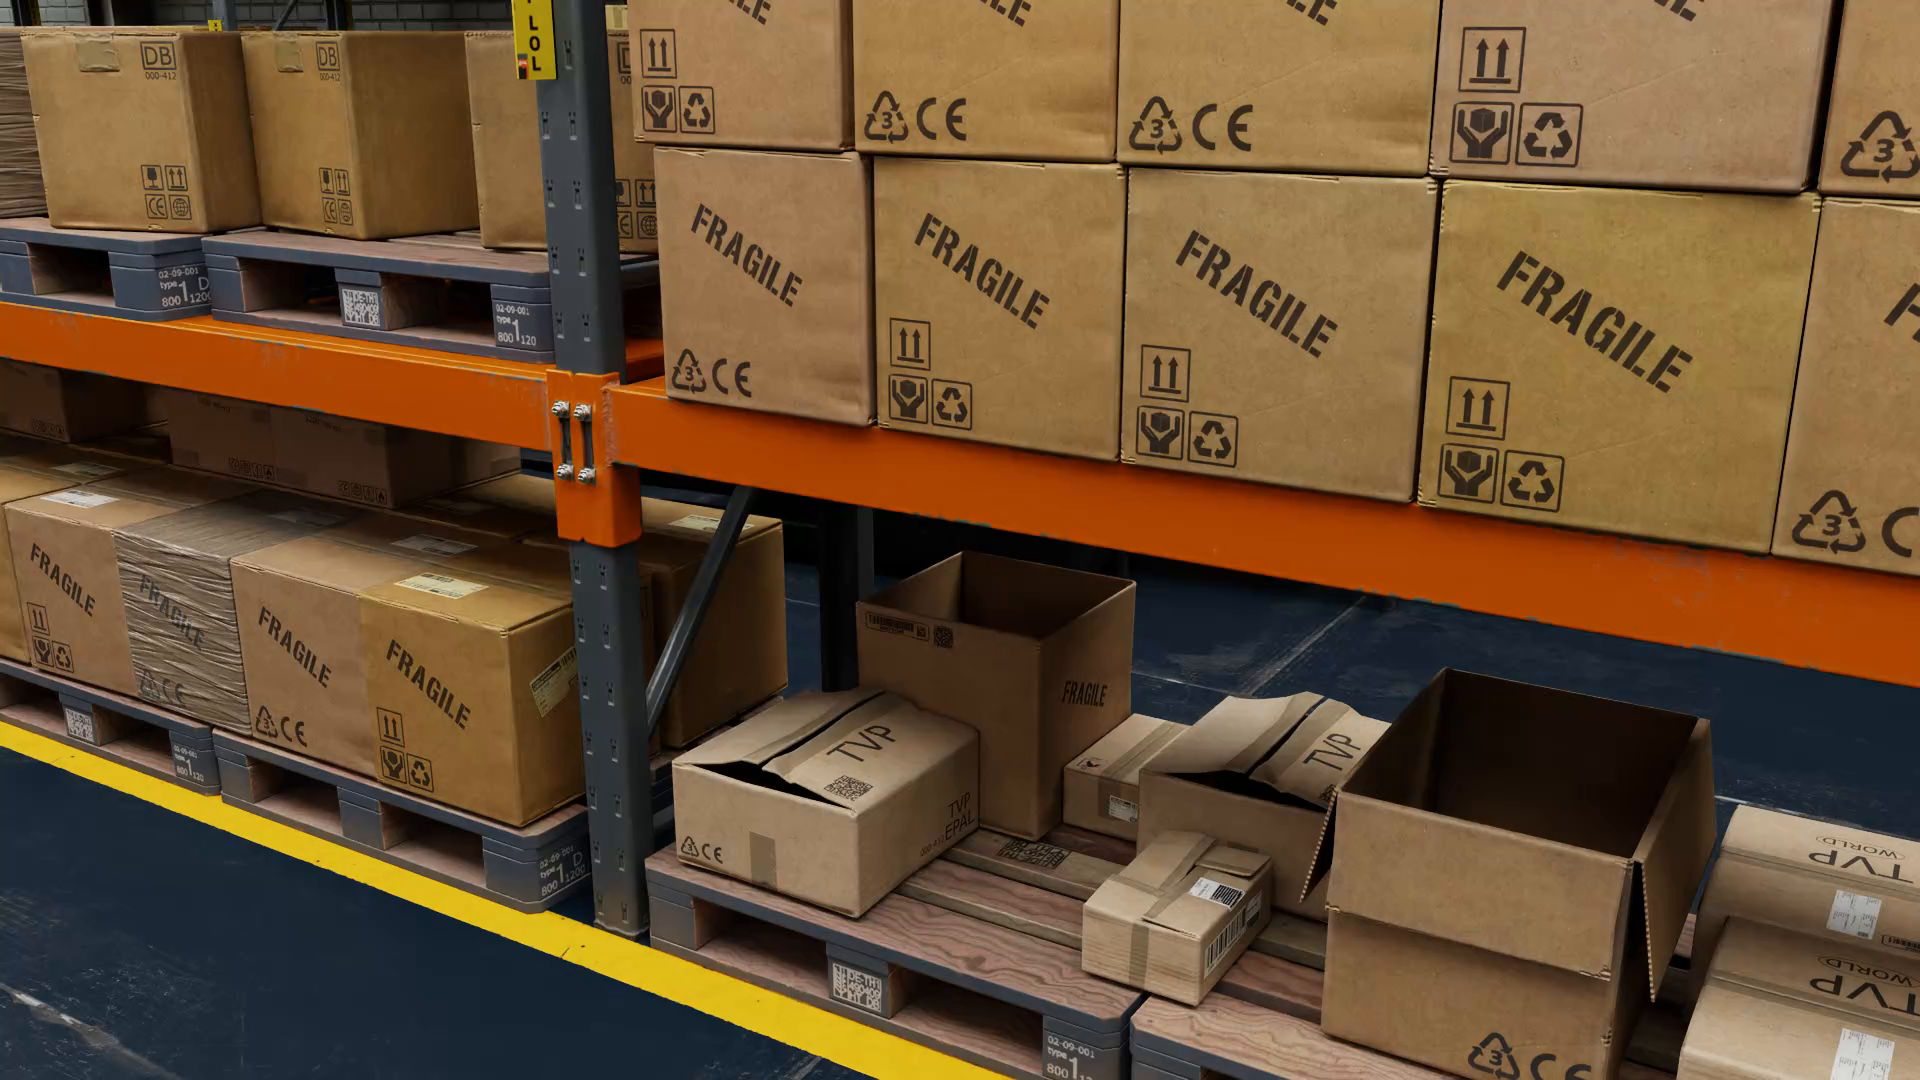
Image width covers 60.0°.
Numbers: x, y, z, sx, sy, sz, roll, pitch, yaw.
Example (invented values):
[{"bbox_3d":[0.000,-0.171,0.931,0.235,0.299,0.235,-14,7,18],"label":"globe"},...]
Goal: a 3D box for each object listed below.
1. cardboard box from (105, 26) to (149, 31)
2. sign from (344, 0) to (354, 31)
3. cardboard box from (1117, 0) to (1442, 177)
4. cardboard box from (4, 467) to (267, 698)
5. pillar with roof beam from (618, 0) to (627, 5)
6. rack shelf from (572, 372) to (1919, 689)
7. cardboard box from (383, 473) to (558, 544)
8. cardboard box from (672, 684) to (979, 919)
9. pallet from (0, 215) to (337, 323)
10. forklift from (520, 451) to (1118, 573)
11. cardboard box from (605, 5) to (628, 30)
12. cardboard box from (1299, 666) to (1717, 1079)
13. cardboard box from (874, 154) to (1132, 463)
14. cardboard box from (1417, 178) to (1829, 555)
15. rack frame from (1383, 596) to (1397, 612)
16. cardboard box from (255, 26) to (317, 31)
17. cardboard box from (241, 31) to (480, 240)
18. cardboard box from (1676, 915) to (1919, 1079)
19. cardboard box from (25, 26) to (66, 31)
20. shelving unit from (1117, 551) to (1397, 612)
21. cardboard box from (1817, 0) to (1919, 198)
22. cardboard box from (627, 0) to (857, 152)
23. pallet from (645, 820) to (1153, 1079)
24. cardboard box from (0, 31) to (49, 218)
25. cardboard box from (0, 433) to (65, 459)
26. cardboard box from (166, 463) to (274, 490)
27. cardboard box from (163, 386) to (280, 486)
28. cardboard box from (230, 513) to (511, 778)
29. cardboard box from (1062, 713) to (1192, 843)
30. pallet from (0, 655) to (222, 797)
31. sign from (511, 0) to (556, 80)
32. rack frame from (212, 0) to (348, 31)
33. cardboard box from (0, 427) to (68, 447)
[{"bbox_3d":[-5.762,-3.453,12.021,0.500,0.500,0.500,10,20,30],"label":"cardboard box"},{"bbox_3d":[-4.482,-3.779,12.167,0.005,0.325,0.100,10,20,30],"label":"sign"},{"bbox_3d":[0.590,-0.870,2.694,0.500,0.500,0.500,9,19,28],"label":"cardboard box"},{"bbox_3d":[-2.390,0.109,4.906,0.500,0.500,0.500,9,19,28],"label":"cardboard box"},{"bbox_3d":[-4.269,-4.694,6.853,0.400,9.000,9.100,10,20,30],"label":"pillar with roof beam"},{"bbox_3d":[1.163,0.006,2.938,4.000,0.370,1.077,10,20,30],"label":"rack shelf"},{"bbox_3d":[-1.287,0.131,4.833,0.500,0.500,0.500,10,20,31],"label":"cardboard box"},{"bbox_3d":[-0.297,0.551,3.775,0.500,0.311,0.500,10,20,30],"label":"cardboard box"},{"bbox_3d":[-2.290,-0.864,4.895,1.213,0.211,1.003,10,20,30],"label":"pallet"},{"bbox_3d":[-0.717,-1.495,6.761,3.031,2.935,1.130,7,18,23],"label":"forklift"},{"bbox_3d":[-1.952,-3.137,10.003,0.250,0.149,0.380,7,18,21],"label":"cardboard box"},{"bbox_3d":[1.062,0.626,3.197,0.637,0.503,0.797,10,20,30],"label":"cardboard box"},{"bbox_3d":[0.188,-0.468,3.089,0.500,0.500,0.500,11,20,31],"label":"cardboard box"},{"bbox_3d":[1.047,-0.314,2.583,0.500,0.500,0.500,10,19,29],"label":"cardboard box"},{"bbox_3d":[1.651,-0.346,6.084,0.032,1.125,0.500,7,18,23],"label":"rack frame"},{"bbox_3d":[-5.060,-3.506,12.197,0.500,0.500,0.500,10,19,29],"label":"cardboard box"},{"bbox_3d":[-1.447,-1.107,4.471,0.500,0.500,0.700,14,22,39],"label":"cardboard box"},{"bbox_3d":[1.481,0.898,2.739,0.500,0.250,0.500,10,20,30],"label":"cardboard box"},{"bbox_3d":[-6.629,-3.611,12.542,0.500,0.500,0.500,11,20,32],"label":"cardboard box"},{"bbox_3d":[1.186,-0.406,6.282,1.048,1.125,0.538,7,18,23],"label":"shelving unit"},{"bbox_3d":[1.469,-0.714,2.178,0.500,0.500,0.500,11,20,32],"label":"cardboard box"},{"bbox_3d":[-0.287,-1.027,3.209,0.500,0.500,0.500,11,20,31],"label":"cardboard box"},{"bbox_3d":[0.043,0.797,3.895,1.213,0.211,1.003,10,20,30],"label":"pallet"},{"bbox_3d":[-2.675,-1.245,4.925,0.500,0.500,0.700,15,22,40],"label":"cardboard box"},{"bbox_3d":[-3.263,-0.047,5.418,0.500,0.500,0.500,9,19,28],"label":"cardboard box"},{"bbox_3d":[-2.139,-0.024,5.343,0.500,0.500,0.500,9,19,28],"label":"cardboard box"},{"bbox_3d":[-2.106,-0.378,5.217,0.500,0.250,0.500,10,19,29],"label":"cardboard box"},{"bbox_3d":[-1.529,0.262,4.402,0.500,0.500,0.500,10,20,30],"label":"cardboard box"},{"bbox_3d":[0.443,0.570,3.992,0.250,0.149,0.380,10,20,30],"label":"cardboard box"},{"bbox_3d":[-2.298,0.392,5.226,1.213,0.211,1.003,10,20,30],"label":"pallet"},{"bbox_3d":[-0.829,-1.058,3.212,0.005,0.325,0.100,10,20,30],"label":"sign"},{"bbox_3d":[-4.769,-3.087,11.881,0.127,3.000,1.000,10,20,30],"label":"rack frame"},{"bbox_3d":[-3.030,-0.181,5.860,0.500,0.500,0.500,11,20,32],"label":"cardboard box"}]
